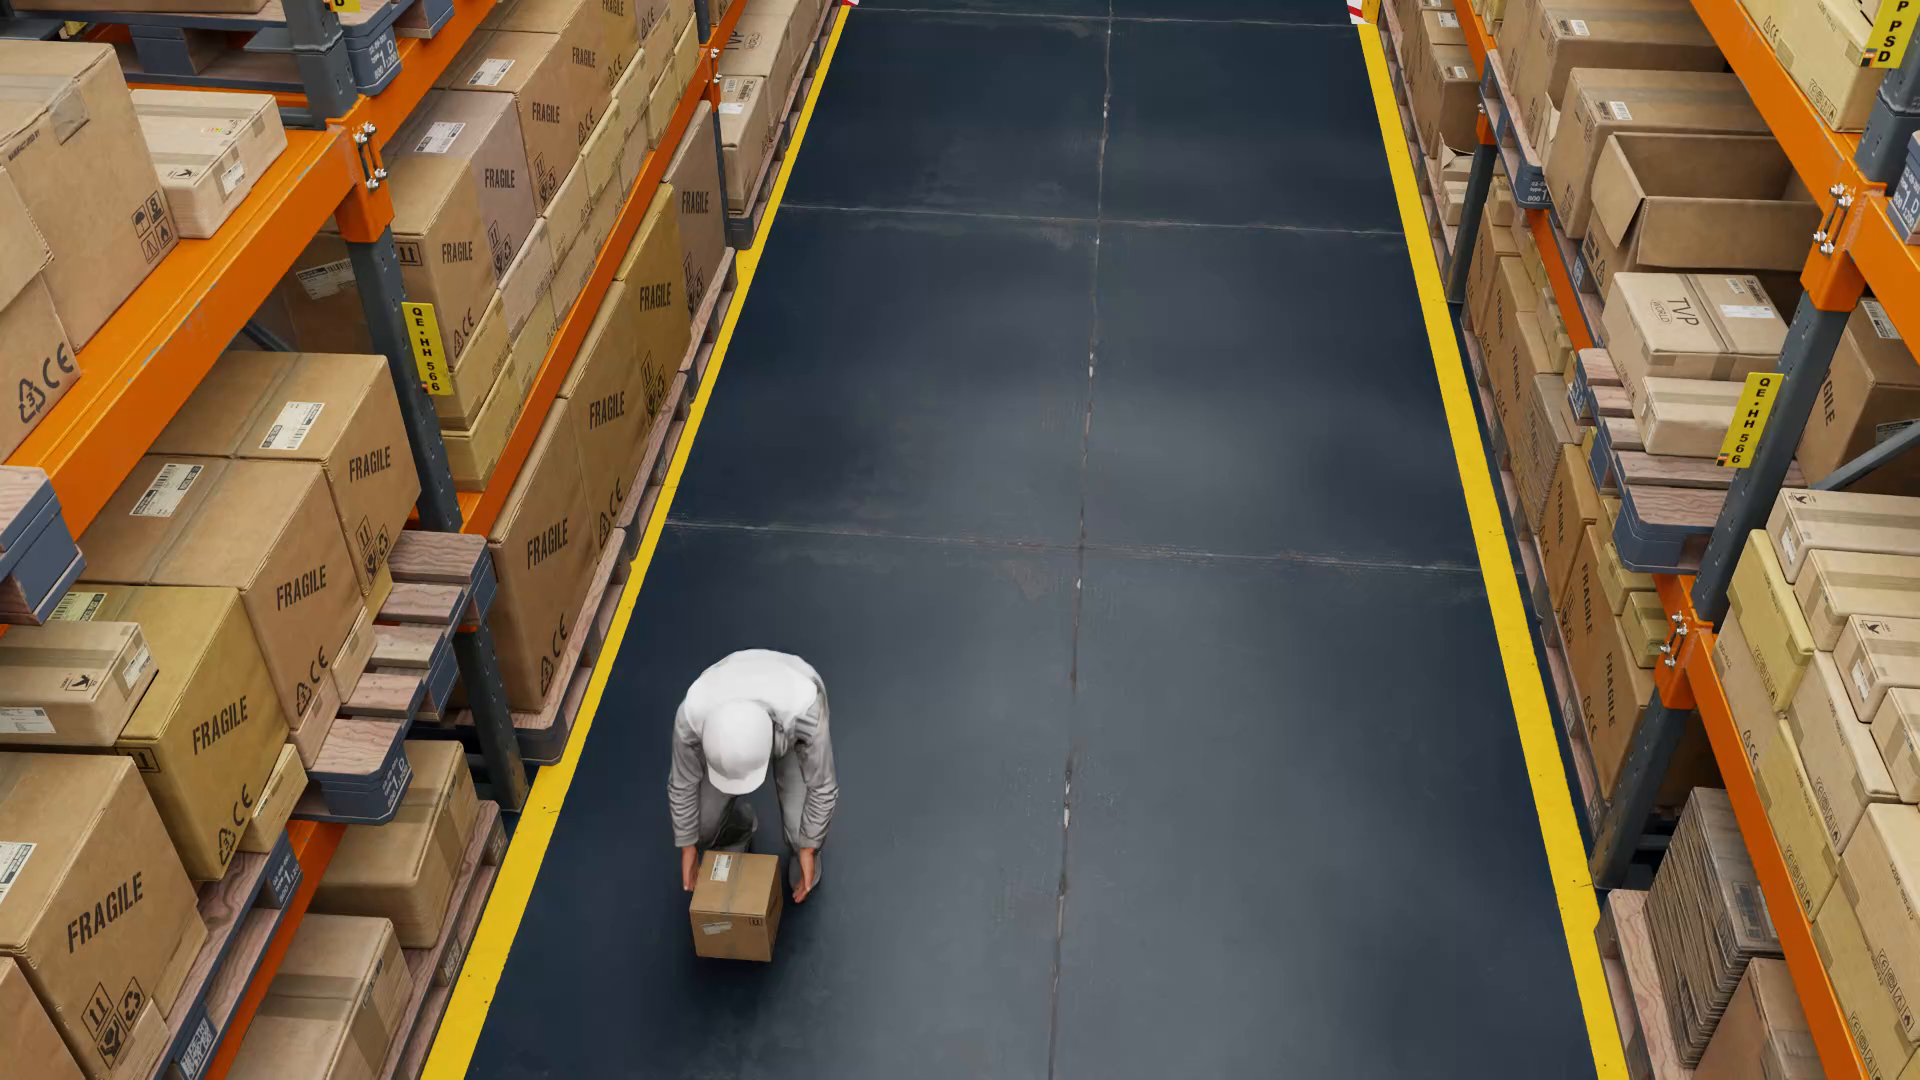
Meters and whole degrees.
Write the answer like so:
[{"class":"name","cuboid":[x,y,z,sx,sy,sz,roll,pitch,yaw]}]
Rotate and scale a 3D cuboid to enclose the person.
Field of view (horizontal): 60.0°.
[{"class":"person","cuboid":[-0.666,0.779,5.654,0.570,1.196,0.850,5,40,5]}]
